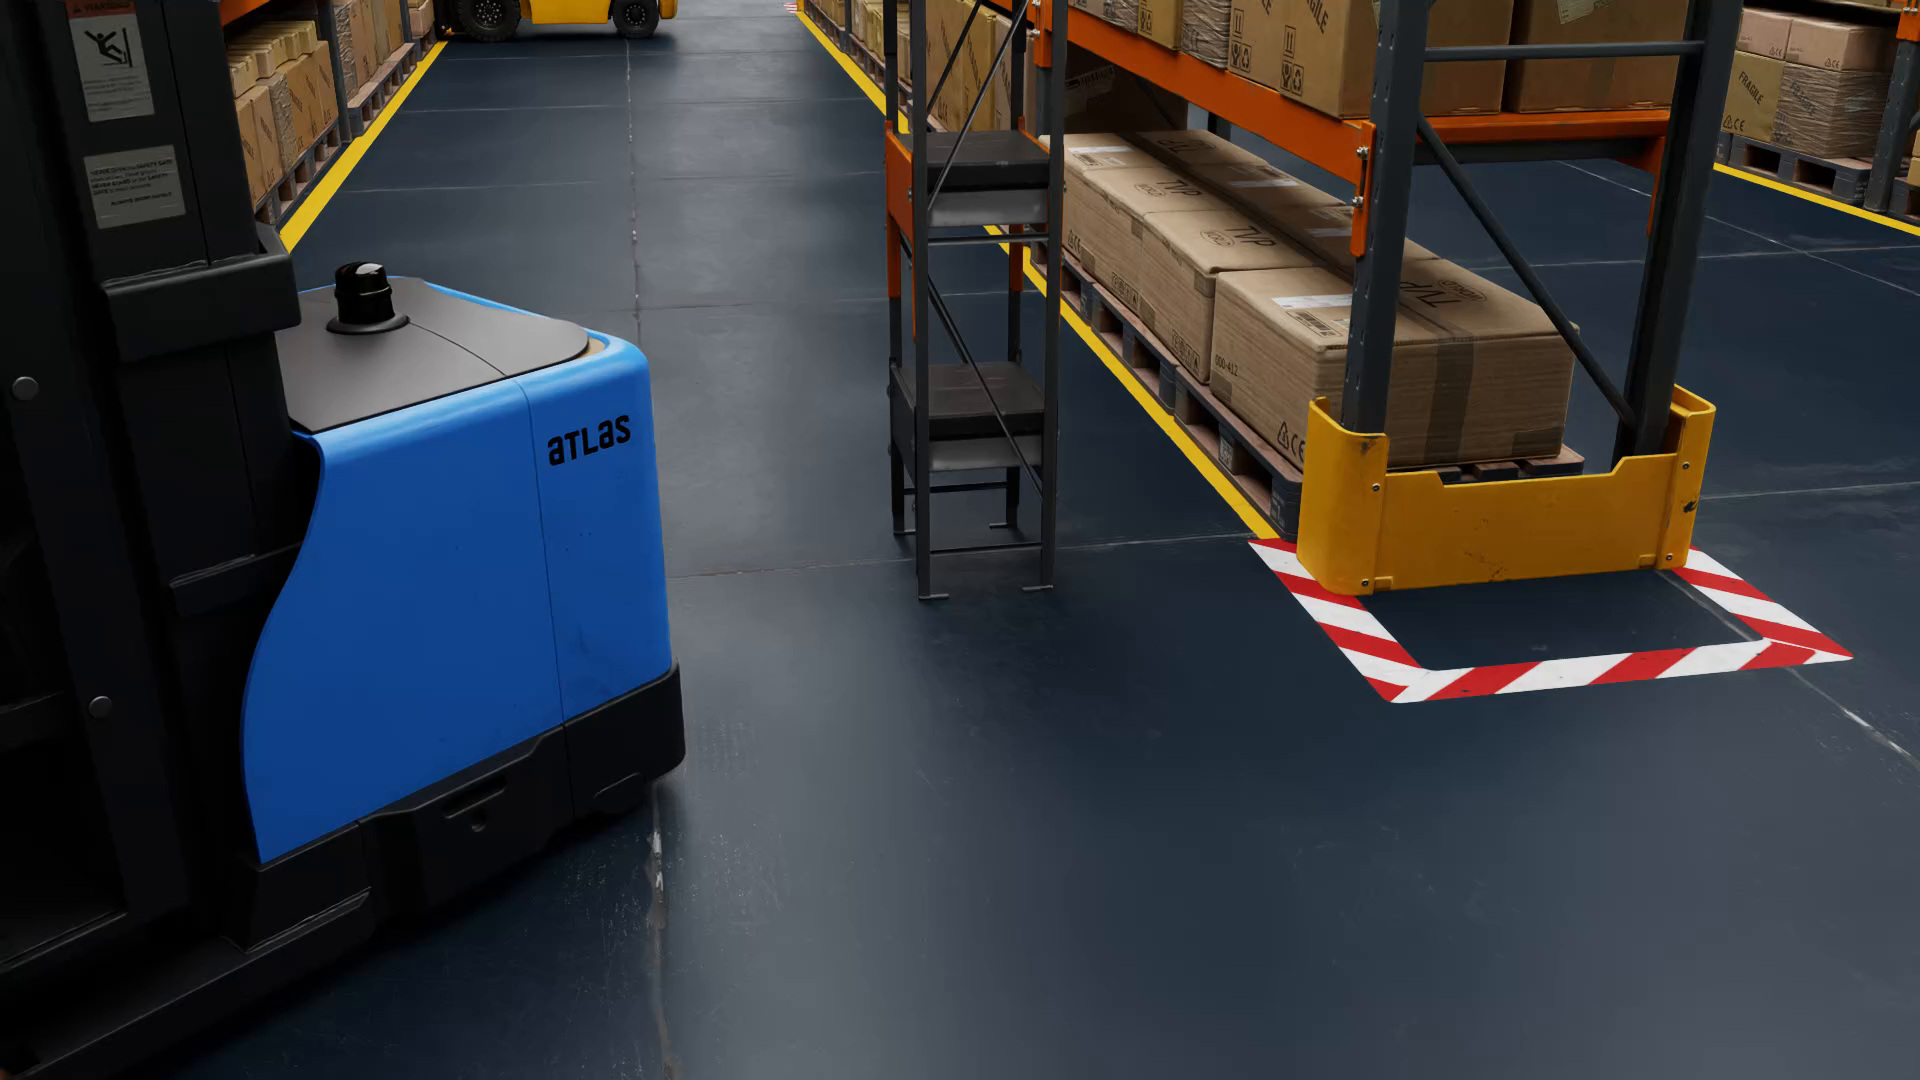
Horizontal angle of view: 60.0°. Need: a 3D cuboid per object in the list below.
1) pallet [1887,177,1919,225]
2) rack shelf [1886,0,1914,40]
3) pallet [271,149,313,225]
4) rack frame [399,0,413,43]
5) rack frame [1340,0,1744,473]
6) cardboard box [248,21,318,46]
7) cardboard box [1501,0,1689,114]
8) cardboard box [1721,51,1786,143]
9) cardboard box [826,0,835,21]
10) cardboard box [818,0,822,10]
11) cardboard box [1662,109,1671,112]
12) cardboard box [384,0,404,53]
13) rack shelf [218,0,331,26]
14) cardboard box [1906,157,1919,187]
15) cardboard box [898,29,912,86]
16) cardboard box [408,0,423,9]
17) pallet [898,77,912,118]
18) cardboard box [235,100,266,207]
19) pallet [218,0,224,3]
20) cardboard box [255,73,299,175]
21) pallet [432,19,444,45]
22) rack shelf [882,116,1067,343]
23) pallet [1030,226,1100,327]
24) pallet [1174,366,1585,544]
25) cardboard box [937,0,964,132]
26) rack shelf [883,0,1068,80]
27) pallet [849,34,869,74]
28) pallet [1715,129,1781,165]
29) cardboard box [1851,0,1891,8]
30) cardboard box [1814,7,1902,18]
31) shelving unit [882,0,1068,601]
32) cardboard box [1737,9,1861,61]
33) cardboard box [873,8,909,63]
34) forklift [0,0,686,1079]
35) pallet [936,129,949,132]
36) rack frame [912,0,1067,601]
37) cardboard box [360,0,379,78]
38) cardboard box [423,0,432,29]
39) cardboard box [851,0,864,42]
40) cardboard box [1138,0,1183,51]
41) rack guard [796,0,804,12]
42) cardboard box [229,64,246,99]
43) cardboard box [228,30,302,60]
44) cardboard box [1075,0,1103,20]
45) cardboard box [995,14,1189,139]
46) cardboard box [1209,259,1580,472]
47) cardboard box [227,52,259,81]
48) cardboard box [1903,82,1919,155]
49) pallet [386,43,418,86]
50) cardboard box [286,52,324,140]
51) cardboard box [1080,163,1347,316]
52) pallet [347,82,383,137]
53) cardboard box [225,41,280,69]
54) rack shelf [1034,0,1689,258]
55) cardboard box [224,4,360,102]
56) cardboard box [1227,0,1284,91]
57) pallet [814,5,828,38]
[{"bbox_3d":[5.893,-1.766,9.030,1.003,0.211,1.213,-4,24,-10],"label":"pallet"},{"bbox_3d":[5.364,-3.762,11.016,1.077,0.370,4.000,-4,24,-10],"label":"rack shelf"},{"bbox_3d":[-4.406,-2.051,9.681,1.003,0.211,1.213,-4,24,-10],"label":"pallet"},{"bbox_3d":[-5.469,-5.677,14.501,1.000,3.000,0.127,-4,24,-10],"label":"rack frame"},{"bbox_3d":[1.627,-1.326,4.538,1.000,3.000,0.127,-4,24,-10],"label":"rack frame"},{"bbox_3d":[-4.389,-3.273,10.783,0.380,0.149,0.250,-5,24,-12],"label":"cardboard box"},{"bbox_3d":[1.821,-1.582,4.999,0.500,0.500,0.500,-4,24,-10],"label":"cardboard box"},{"bbox_3d":[5.255,-2.827,10.573,0.500,0.500,0.500,-5,24,-11],"label":"cardboard box"},{"bbox_3d":[-1.073,-5.400,16.777,0.500,0.250,0.500,-5,24,-11],"label":"cardboard box"},{"bbox_3d":[-1.254,-5.799,17.691,0.500,0.250,0.500,-3,24,-6],"label":"cardboard box"},{"bbox_3d":[5.070,-3.230,11.495,0.500,0.500,0.500,-5,24,-11],"label":"cardboard box"},{"bbox_3d":[-5.362,-4.577,14.424,0.875,0.625,0.625,-3,24,-7],"label":"cardboard box"},{"bbox_3d":[-4.360,-2.987,9.241,1.077,0.370,4.000,-4,24,-10],"label":"rack shelf"},{"bbox_3d":[5.485,-2.024,9.175,0.380,0.149,0.250,-5,24,-12],"label":"cardboard box"},{"bbox_3d":[0.053,-3.684,12.696,0.950,0.372,0.625,-6,24,-13],"label":"cardboard box"},{"bbox_3d":[-5.255,-5.052,15.355,0.500,0.250,0.500,-4,24,-10],"label":"cardboard box"},{"bbox_3d":[0.005,-3.502,13.005,1.003,0.211,1.213,-4,24,-10],"label":"pallet"},{"bbox_3d":[-3.966,-1.993,8.664,0.500,0.500,0.500,-5,24,-10],"label":"cardboard box"},{"bbox_3d":[-4.030,-2.765,8.073,1.003,0.211,1.213,-4,24,-10],"label":"pallet"},{"bbox_3d":[-4.144,-2.394,9.582,0.500,0.500,0.500,-5,24,-12],"label":"cardboard box"},{"bbox_3d":[-5.804,-5.196,16.883,1.003,0.211,1.213,-4,24,-10],"label":"pallet"},{"bbox_3d":[0.031,-0.885,4.686,0.431,0.518,0.480,-4,24,-10],"label":"rack shelf"},{"bbox_3d":[0.951,-1.317,8.001,1.003,0.211,1.213,-4,24,-10],"label":"pallet"},{"bbox_3d":[1.403,-0.357,5.803,1.003,0.211,1.213,-4,24,-10],"label":"pallet"},{"bbox_3d":[0.355,-3.062,10.644,0.875,0.875,0.875,-4,24,-9],"label":"cardboard box"},{"bbox_3d":[0.031,-1.526,4.406,0.431,0.518,0.480,-4,24,-10],"label":"rack shelf"},{"bbox_3d":[-0.446,-4.462,15.203,1.003,0.211,1.213,-4,24,-10],"label":"pallet"},{"bbox_3d":[5.359,-2.815,11.431,1.003,0.211,1.213,-4,24,-10],"label":"pallet"},{"bbox_3d":[9.310,-5.403,16.448,0.700,0.500,0.500,-4,24,-10],"label":"cardboard box"},{"bbox_3d":[5.756,-3.215,10.526,0.500,0.250,0.500,-4,24,-8],"label":"cardboard box"},{"bbox_3d":[0.031,-0.897,4.681,0.431,2.100,0.503,-4,24,-10],"label":"shelving unit"},{"bbox_3d":[5.266,-3.173,10.430,0.500,0.250,0.500,-3,24,-7],"label":"cardboard box"},{"bbox_3d":[-0.226,-4.272,14.043,0.950,0.372,0.625,-4,24,-8],"label":"cardboard box"},{"bbox_3d":[-1.981,-0.448,2.613,1.130,2.935,3.031,19,30,36],"label":"forklift"},{"bbox_3d":[0.442,-2.400,10.482,1.003,0.211,1.213,-4,24,-10],"label":"pallet"},{"bbox_3d":[0.076,-0.801,4.461,0.400,2.100,0.015,-4,24,-10],"label":"rack frame"},{"bbox_3d":[-5.085,-3.976,13.047,0.875,0.625,0.625,-5,24,-12],"label":"cardboard box"},{"bbox_3d":[-5.342,-5.023,15.914,0.500,0.250,0.500,-5,24,-11],"label":"cardboard box"},{"bbox_3d":[-0.492,-4.828,15.315,0.950,0.372,0.625,-4,24,-9],"label":"cardboard box"},{"bbox_3d":[0.987,-2.144,6.287,0.500,0.500,0.500,-4,24,-8],"label":"cardboard box"},{"bbox_3d":[-1.317,-6.444,19.380,1.175,0.500,0.348,-4,24,-10],"label":"rack guard"},{"bbox_3d":[-4.054,-2.447,8.892,0.380,0.149,0.250,-4,24,-10],"label":"cardboard box"},{"bbox_3d":[-4.303,-3.061,10.298,0.380,0.149,0.250,-5,24,-12],"label":"cardboard box"},{"bbox_3d":[0.806,-2.543,7.200,0.500,0.500,0.500,-4,24,-9],"label":"cardboard box"},{"bbox_3d":[0.694,-2.356,9.027,0.875,0.875,0.875,-4,24,-8],"label":"cardboard box"},{"bbox_3d":[1.407,-0.596,5.544,0.875,0.438,0.875,-5,24,-12],"label":"cardboard box"},{"bbox_3d":[-4.176,-2.648,9.354,0.380,0.149,0.250,-4,24,-10],"label":"cardboard box"},{"bbox_3d":[5.858,-2.663,10.197,0.500,0.500,0.500,-3,24,-8],"label":"cardboard box"},{"bbox_3d":[-5.294,-4.112,14.402,1.003,0.211,1.213,-4,24,-10],"label":"pallet"},{"bbox_3d":[-4.358,-2.803,10.518,0.500,0.500,0.500,-5,24,-11],"label":"cardboard box"},{"bbox_3d":[1.064,-1.311,7.180,0.875,0.438,0.875,-5,24,-11],"label":"cardboard box"},{"bbox_3d":[-4.843,-3.153,12.205,1.003,0.211,1.213,-4,24,-10],"label":"pallet"},{"bbox_3d":[-4.252,-2.855,9.828,0.380,0.149,0.250,-5,24,-11],"label":"cardboard box"},{"bbox_3d":[1.258,-1.783,6.483,1.077,0.370,4.000,-4,24,-10],"label":"rack shelf"},{"bbox_3d":[-4.831,-3.454,11.854,0.875,0.625,0.625,-4,24,-8],"label":"cardboard box"},{"bbox_3d":[1.200,-1.740,5.362,0.500,0.500,0.500,-5,24,-11],"label":"cardboard box"},{"bbox_3d":[-0.980,-5.511,17.604,1.003,0.211,1.213,-4,24,-10],"label":"pallet"}]
